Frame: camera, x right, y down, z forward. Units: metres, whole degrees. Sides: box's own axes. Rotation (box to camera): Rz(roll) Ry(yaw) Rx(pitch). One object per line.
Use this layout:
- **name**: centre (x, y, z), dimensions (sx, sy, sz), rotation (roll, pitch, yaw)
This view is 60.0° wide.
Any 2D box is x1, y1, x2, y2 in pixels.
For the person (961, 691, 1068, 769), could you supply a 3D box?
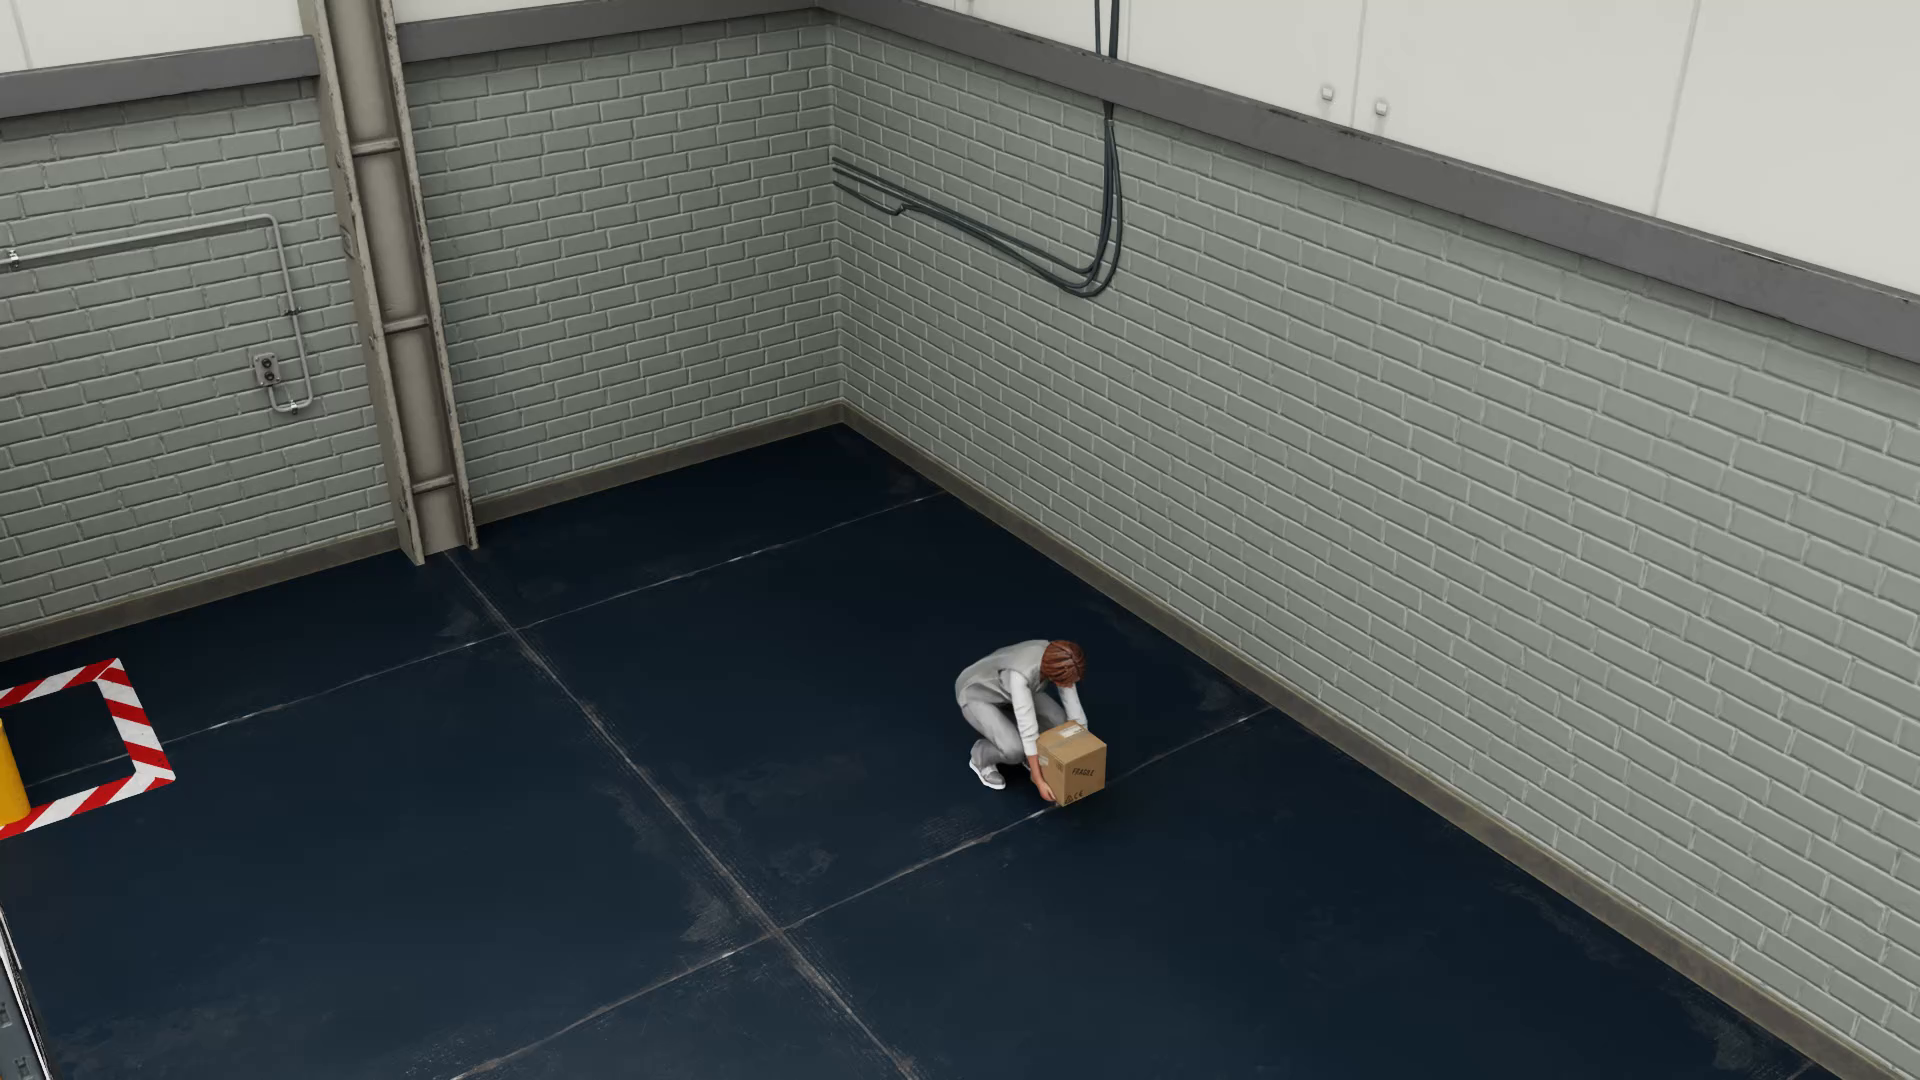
- **person**: centre (0.244, 0.901, 8.086), dimensions (0.425, 0.418, 0.522), rotation (-20, 35, -31)
